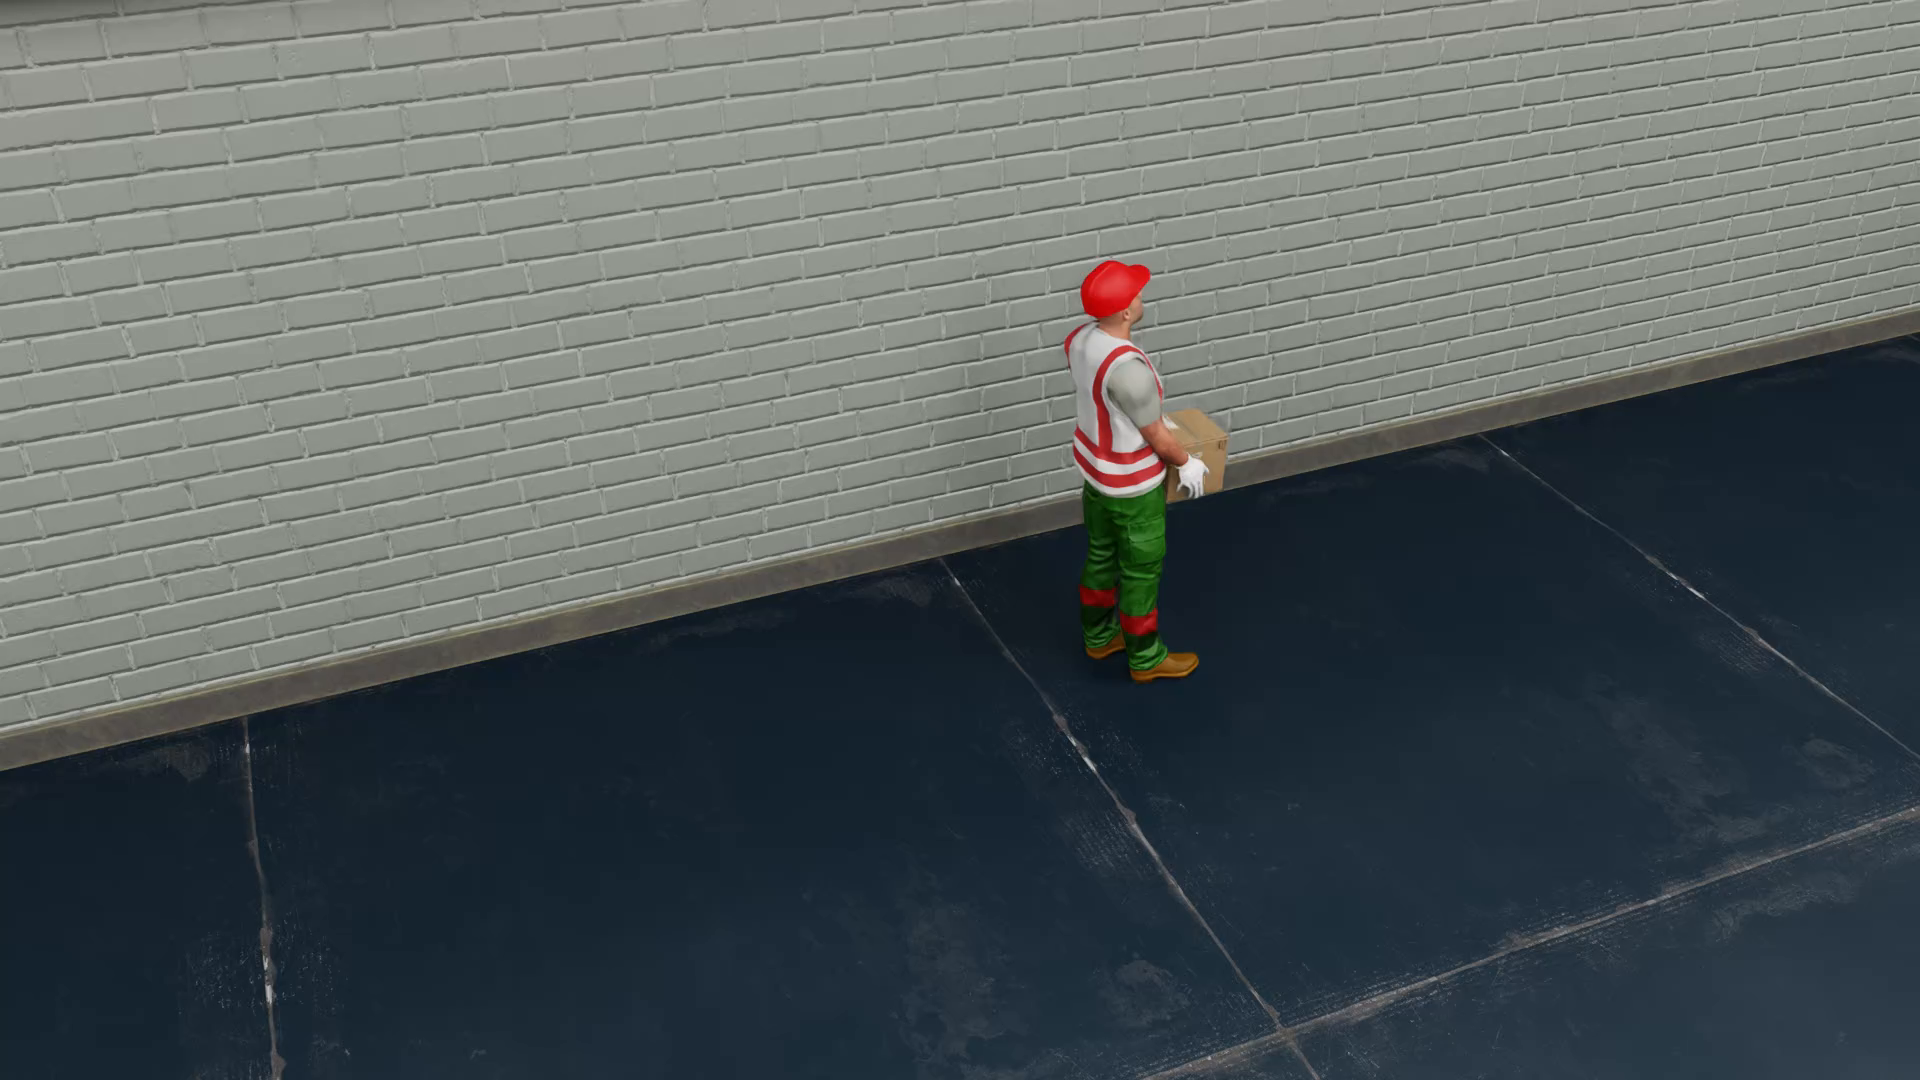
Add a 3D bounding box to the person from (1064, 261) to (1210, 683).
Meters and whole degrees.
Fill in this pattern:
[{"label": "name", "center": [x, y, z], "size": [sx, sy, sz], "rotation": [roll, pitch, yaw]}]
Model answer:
[{"label": "person", "center": [0.682, -0.275, 6.529], "size": [0.511, 1.793, 0.529], "rotation": [-13, 35, -19]}]
